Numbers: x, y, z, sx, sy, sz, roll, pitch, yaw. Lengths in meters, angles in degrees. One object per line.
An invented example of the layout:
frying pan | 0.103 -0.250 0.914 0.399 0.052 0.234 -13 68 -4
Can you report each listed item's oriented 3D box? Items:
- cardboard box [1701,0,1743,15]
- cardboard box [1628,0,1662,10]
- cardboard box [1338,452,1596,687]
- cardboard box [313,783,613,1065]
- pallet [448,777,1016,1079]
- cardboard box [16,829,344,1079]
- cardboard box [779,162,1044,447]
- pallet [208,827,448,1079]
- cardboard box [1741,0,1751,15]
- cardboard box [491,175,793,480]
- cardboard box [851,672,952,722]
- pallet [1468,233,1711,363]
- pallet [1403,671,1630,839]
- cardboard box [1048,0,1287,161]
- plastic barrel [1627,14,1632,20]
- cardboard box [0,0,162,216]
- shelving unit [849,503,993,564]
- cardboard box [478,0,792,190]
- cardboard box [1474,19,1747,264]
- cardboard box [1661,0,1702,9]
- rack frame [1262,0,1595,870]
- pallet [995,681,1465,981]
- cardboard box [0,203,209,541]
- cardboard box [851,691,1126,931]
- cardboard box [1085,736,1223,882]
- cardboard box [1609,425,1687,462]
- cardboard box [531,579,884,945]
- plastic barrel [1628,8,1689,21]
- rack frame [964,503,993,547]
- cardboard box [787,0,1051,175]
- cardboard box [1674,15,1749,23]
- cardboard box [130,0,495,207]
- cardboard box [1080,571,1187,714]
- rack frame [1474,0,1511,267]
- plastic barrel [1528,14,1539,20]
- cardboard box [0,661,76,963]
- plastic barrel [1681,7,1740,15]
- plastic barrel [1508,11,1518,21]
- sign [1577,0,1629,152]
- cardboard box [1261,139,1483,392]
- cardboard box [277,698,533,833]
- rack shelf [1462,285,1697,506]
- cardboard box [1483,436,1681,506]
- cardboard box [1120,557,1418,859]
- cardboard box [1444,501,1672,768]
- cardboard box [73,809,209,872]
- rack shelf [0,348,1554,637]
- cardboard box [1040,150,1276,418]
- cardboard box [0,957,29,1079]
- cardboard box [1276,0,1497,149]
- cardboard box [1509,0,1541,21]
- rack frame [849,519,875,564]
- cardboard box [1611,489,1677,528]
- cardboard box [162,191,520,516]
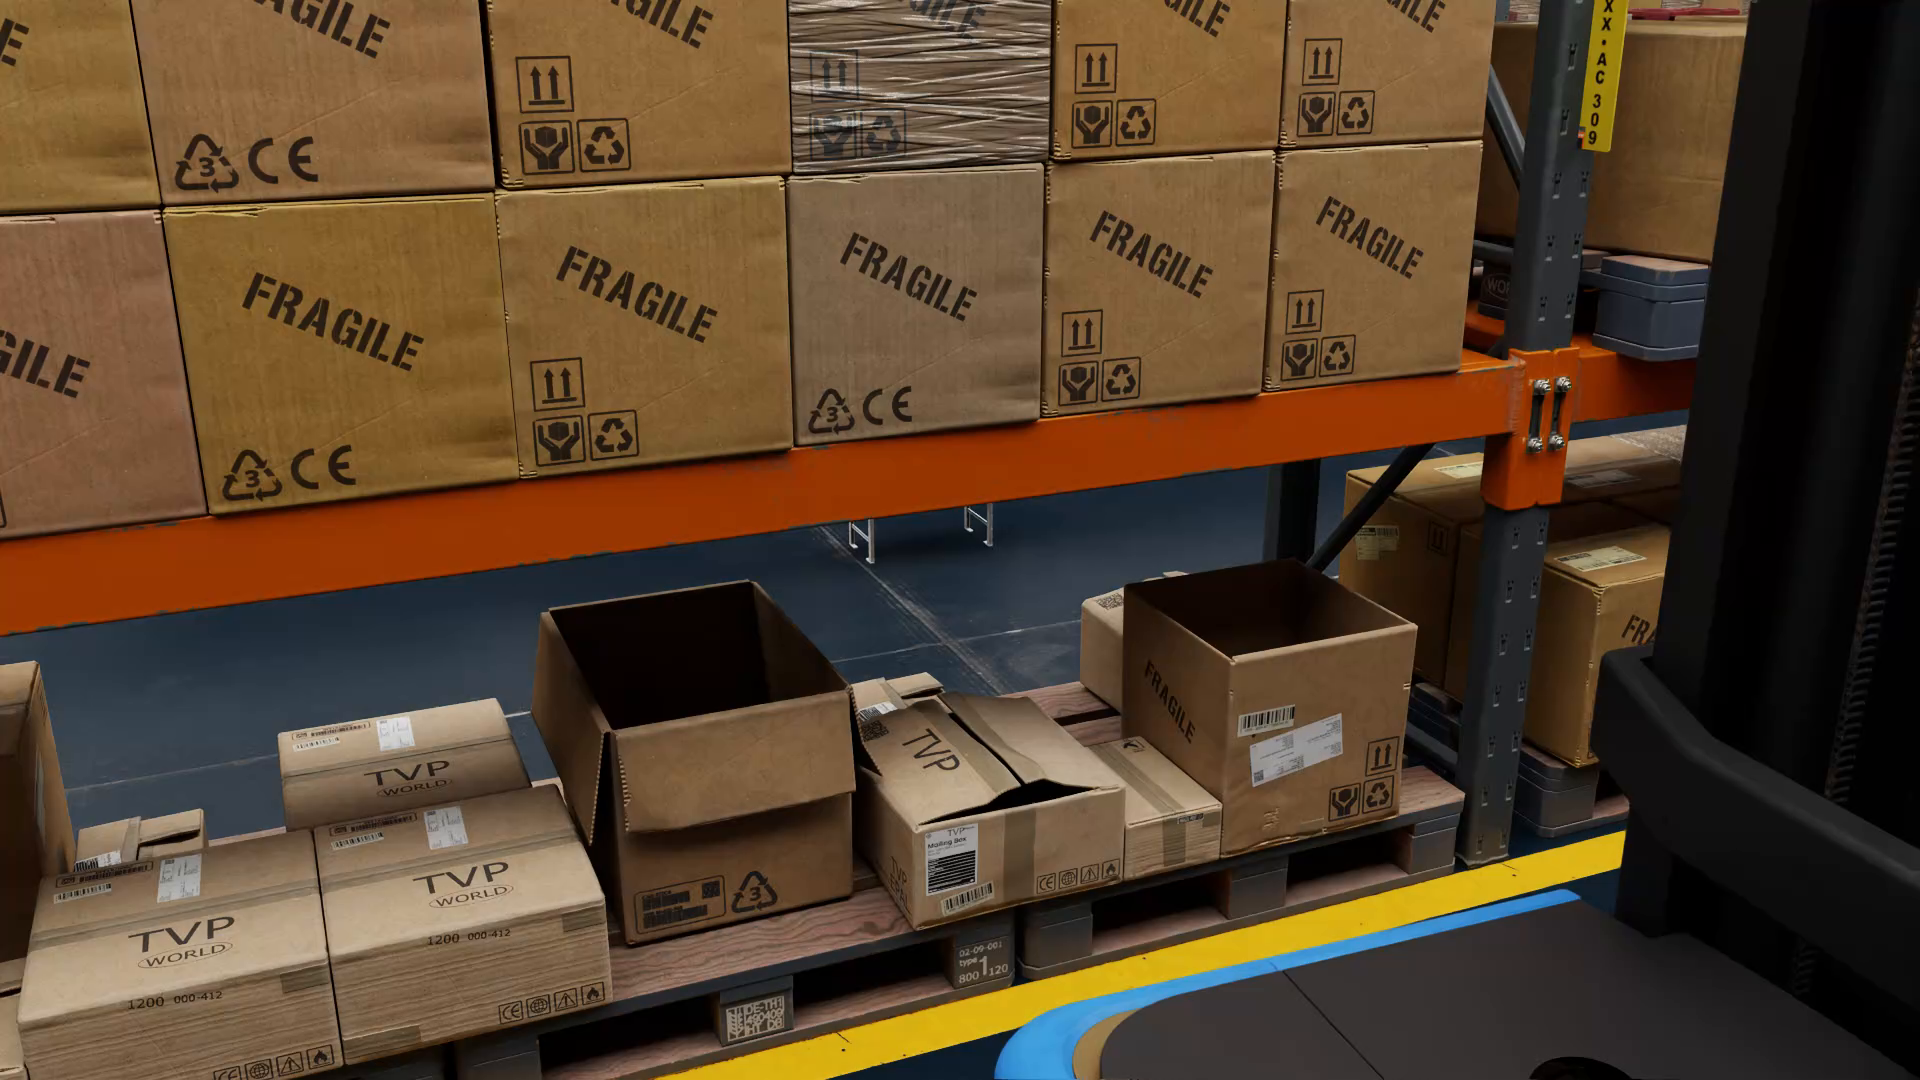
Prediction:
cardboard box | 7.306 -5.368 16.654 0.500 0.500 0.875 -8 21 -22
cardboard box | 6.366 -5.254 16.328 0.500 0.500 0.875 -8 21 -22
cardboard box | 1.475 0.072 4.902 0.500 0.500 0.500 -8 21 -22
cardboard box | -1.008 0.752 3.348 0.500 0.250 0.500 -8 21 -22
pallet | -0.618 0.820 3.876 1.213 0.211 1.003 -8 21 -22
cardboard box | -1.467 0.818 3.161 0.500 0.250 0.500 -8 21 -22
cardboard box | -0.166 -0.514 3.314 0.500 0.500 0.500 -8 21 -21
pallet | -1.736 0.979 3.423 1.213 0.211 1.003 -8 21 -22
cardboard box | 7.717 -5.471 16.944 0.500 0.500 0.875 -8 21 -22
cardboard box | -0.633 -0.446 3.122 0.500 0.500 0.500 -8 21 -21
cardboard box | -0.126 0.488 4.224 0.250 0.166 0.380 -8 21 -22
pallet | 1.912 -0.728 4.364 1.213 0.211 1.003 -8 21 -22
pallet | 1.867 0.450 4.927 1.213 0.211 1.003 -8 21 -22
cardboard box | 0.304 -1.052 3.338 0.500 0.500 0.500 -9 21 -23
plastic barrel | 4.096 -3.093 10.622 0.421 0.512 0.421 0 19 0
cardboard box | -1.549 -0.789 2.590 0.500 0.500 0.500 -8 21 -21
shelving unit | -0.152 -0.544 6.261 0.503 1.200 0.258 -8 21 -22
cardboard box | -0.621 -0.920 2.963 0.500 0.500 0.500 -8 21 -22
cardboard box | 1.659 -0.987 4.025 0.500 0.500 0.700 -17 26 -40
cardboard box | 6.829 -5.316 16.504 0.500 0.500 0.875 -8 21 -22
rack frame | 1.135 -0.747 4.128 0.127 3.000 1.000 -8 21 -22
pallet | 0.504 0.658 4.335 1.213 0.211 1.003 -8 21 -22
cardboard box | -1.554 -0.316 2.751 0.500 0.500 0.500 -8 21 -22
cardboard box | 0.036 0.574 3.762 0.500 0.311 0.500 -8 21 -22
cardboard box | 0.404 0.619 3.877 0.250 0.149 0.380 -8 21 -22
cardboard box | 2.392 -0.056 5.267 0.500 0.500 0.500 -8 21 -21
cardboard box | -0.588 0.472 3.763 0.637 0.503 0.797 -8 21 -22
plastic barrel | 4.486 -3.162 10.782 0.433 0.535 0.433 0 19 0
rack frame | 0.072 -0.576 6.352 0.015 1.200 0.240 -8 21 -22
cardboard box | -0.159 -0.986 3.150 0.500 0.500 0.500 -8 21 -21
cardboard box | 2.265 -1.096 4.336 0.500 0.500 0.700 -5 20 -13
cardboard box | -1.088 -0.853 2.772 0.500 0.500 0.500 -8 21 -21
cardboard box | 0.664 0.303 4.532 0.500 0.311 0.500 -8 21 -22
rack frame | 2.849 -2.784 9.914 0.127 3.000 1.000 -8 21 -22
plastic barrel | 3.709 -3.038 10.464 0.421 0.512 0.421 0 19 0
cardboard box | -2.136 0.604 3.392 0.500 0.500 0.500 -8 21 -22
plastic barrel | 4.883 -3.219 10.944 0.433 0.535 0.433 0 19 0
plastic barrel | 3.155 -3.002 10.327 0.708 0.536 0.600 -8 21 -22
sign | 1.357 -0.991 3.517 0.005 0.325 0.100 -8 21 -22
cardboard box | 0.778 -0.650 3.702 0.500 0.500 0.500 -8 21 -21
cardboard box | -1.252 0.606 3.762 0.500 0.250 0.500 -8 21 -22
rack shelf | 2.971 -0.671 4.994 4.000 0.370 1.077 -8 21 -22
cardboard box | 1.932 0.010 5.080 0.500 0.500 0.500 -8 21 -22
cardboard box | 0.724 0.386 4.011 0.500 0.500 0.500 -8 21 -22
cardboard box | 1.676 0.235 4.439 0.500 0.500 0.500 -9 21 -24
cardboard box | -1.729 0.735 3.520 0.250 0.166 0.380 -8 21 -22
rack shelf | -0.701 -0.145 3.500 4.000 0.370 1.077 -8 21 -22
cardboard box | 0.305 -0.582 3.508 0.500 0.500 0.500 -8 21 -20
cardboard box | -1.788 0.925 2.983 0.250 0.166 0.380 -8 21 -22
cardboard box | 0.773 -1.121 3.532 0.500 0.500 0.500 -8 21 -22
cardboard box | 4.998 -5.049 15.746 0.500 0.500 0.875 -8 21 -22
rack frame | -0.376 -0.512 6.170 0.015 1.200 0.240 -8 21 -22
cardboard box | 2.161 0.161 4.648 0.500 0.500 0.500 -8 21 -21
cardboard box | -1.092 -0.381 2.936 0.500 0.500 0.500 -8 21 -22
